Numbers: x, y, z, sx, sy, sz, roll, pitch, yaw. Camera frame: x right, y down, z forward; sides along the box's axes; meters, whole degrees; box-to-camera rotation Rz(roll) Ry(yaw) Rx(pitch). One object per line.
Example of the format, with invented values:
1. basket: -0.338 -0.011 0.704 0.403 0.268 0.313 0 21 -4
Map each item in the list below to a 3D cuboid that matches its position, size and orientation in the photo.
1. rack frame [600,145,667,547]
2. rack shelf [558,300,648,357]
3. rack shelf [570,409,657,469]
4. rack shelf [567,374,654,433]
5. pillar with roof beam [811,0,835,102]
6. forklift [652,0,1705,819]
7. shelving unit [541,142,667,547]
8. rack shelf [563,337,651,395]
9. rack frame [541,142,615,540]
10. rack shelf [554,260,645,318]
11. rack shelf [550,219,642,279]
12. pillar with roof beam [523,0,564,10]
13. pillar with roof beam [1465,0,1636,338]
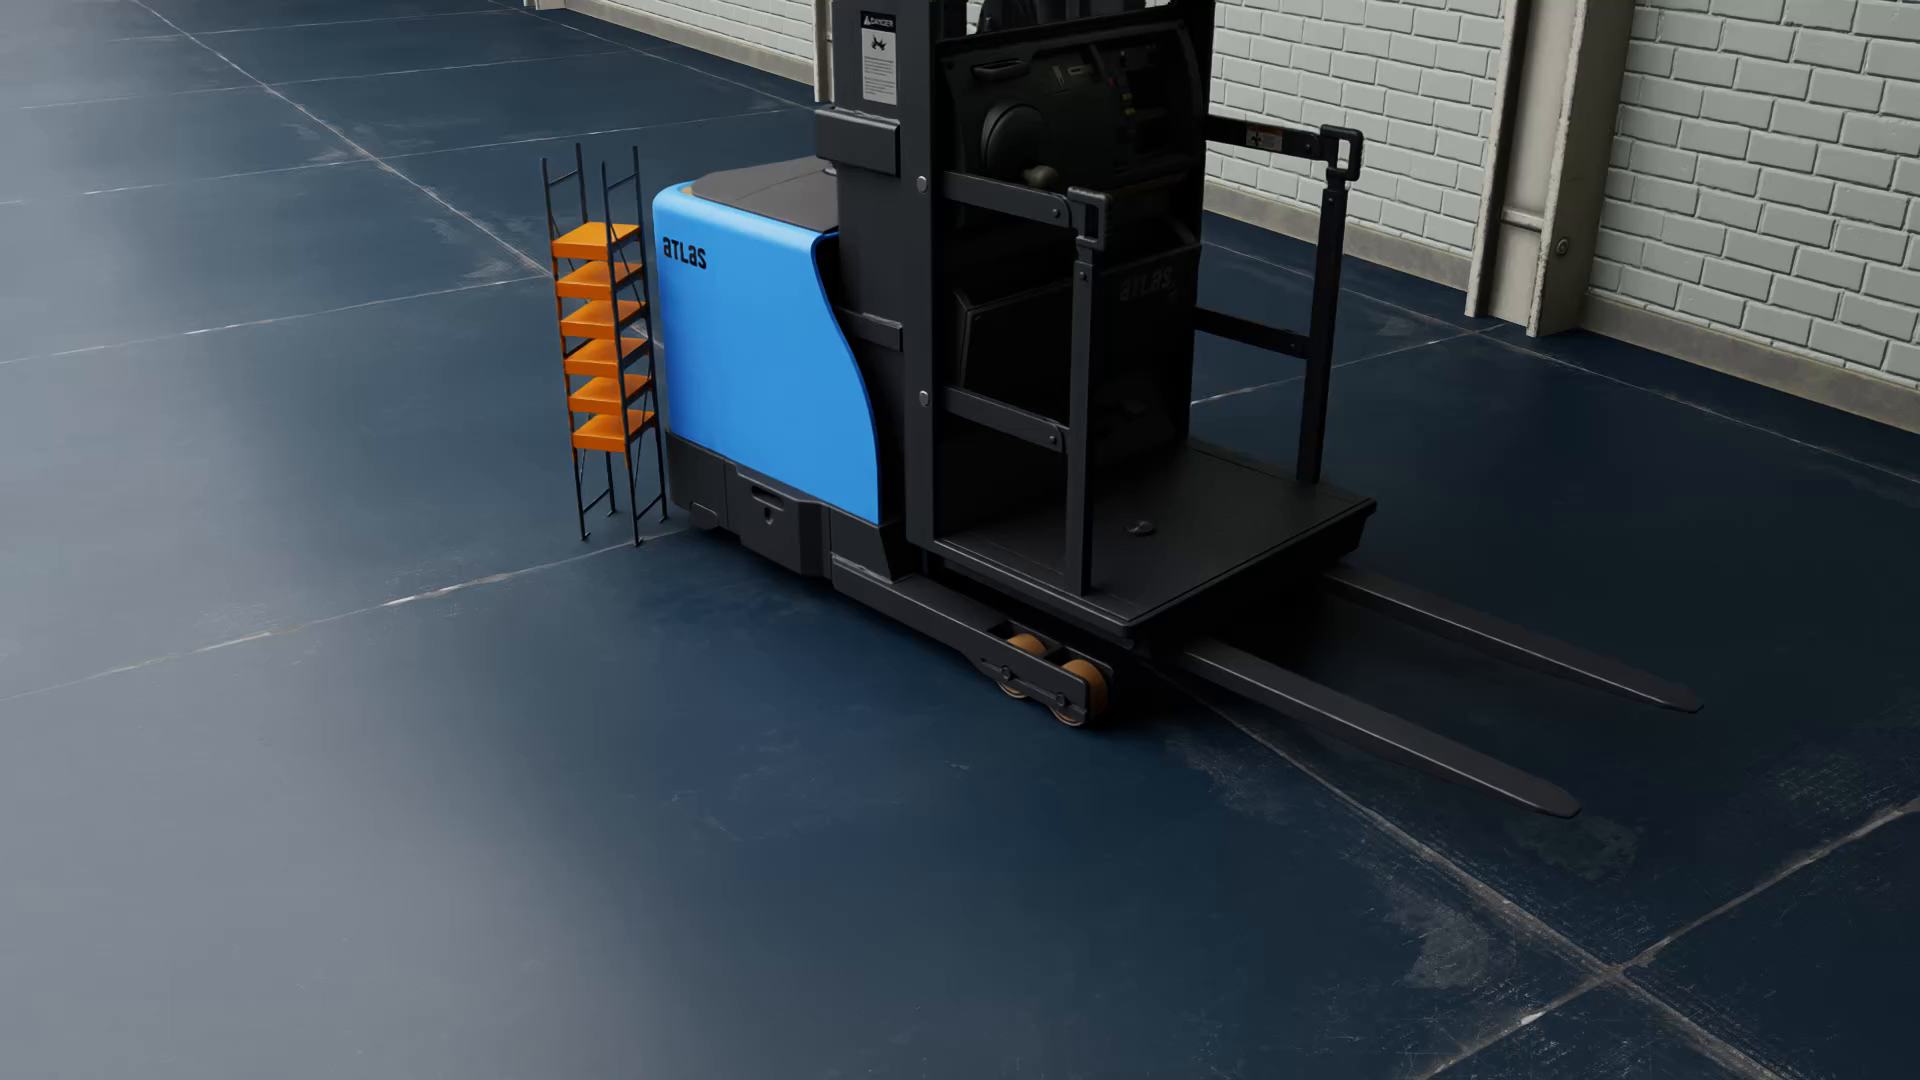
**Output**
1. rack frame: -0.985 -0.571 5.055 0.006 1.200 0.240 6 26 13
2. rack shelf: -1.074 -0.650 5.043 0.180 0.103 0.258 6 26 13
3. rack shelf: -1.074 -0.324 5.197 0.180 0.103 0.258 6 26 13
4. rack shelf: -1.074 -0.433 5.146 0.180 0.103 0.258 6 26 13
5. pillar with roof beam: -4.413 -6.178 7.796 9.100 9.000 0.400 -16 29 -30
6. forklift: 0.457 -1.100 4.147 1.130 2.935 3.031 -23 34 -39
7. shelving unit: -1.074 -0.581 5.076 0.189 1.200 0.258 6 26 13
8. rack shelf: -1.074 -0.541 5.095 0.180 0.103 0.258 6 26 13
9. rack frame: -1.163 -0.591 5.096 0.006 1.200 0.240 6 26 13
10. rack shelf: -1.074 -0.758 4.992 0.180 0.103 0.258 6 26 13
11. rack shelf: -1.074 -0.867 4.941 0.180 0.103 0.258 6 26 13
12. pillar with roof beam: -7.689 -8.324 12.342 9.100 9.000 0.400 -16 29 -30
13. pillar with roof beam: -1.138 -4.032 3.250 9.100 9.000 0.400 -16 29 -30
